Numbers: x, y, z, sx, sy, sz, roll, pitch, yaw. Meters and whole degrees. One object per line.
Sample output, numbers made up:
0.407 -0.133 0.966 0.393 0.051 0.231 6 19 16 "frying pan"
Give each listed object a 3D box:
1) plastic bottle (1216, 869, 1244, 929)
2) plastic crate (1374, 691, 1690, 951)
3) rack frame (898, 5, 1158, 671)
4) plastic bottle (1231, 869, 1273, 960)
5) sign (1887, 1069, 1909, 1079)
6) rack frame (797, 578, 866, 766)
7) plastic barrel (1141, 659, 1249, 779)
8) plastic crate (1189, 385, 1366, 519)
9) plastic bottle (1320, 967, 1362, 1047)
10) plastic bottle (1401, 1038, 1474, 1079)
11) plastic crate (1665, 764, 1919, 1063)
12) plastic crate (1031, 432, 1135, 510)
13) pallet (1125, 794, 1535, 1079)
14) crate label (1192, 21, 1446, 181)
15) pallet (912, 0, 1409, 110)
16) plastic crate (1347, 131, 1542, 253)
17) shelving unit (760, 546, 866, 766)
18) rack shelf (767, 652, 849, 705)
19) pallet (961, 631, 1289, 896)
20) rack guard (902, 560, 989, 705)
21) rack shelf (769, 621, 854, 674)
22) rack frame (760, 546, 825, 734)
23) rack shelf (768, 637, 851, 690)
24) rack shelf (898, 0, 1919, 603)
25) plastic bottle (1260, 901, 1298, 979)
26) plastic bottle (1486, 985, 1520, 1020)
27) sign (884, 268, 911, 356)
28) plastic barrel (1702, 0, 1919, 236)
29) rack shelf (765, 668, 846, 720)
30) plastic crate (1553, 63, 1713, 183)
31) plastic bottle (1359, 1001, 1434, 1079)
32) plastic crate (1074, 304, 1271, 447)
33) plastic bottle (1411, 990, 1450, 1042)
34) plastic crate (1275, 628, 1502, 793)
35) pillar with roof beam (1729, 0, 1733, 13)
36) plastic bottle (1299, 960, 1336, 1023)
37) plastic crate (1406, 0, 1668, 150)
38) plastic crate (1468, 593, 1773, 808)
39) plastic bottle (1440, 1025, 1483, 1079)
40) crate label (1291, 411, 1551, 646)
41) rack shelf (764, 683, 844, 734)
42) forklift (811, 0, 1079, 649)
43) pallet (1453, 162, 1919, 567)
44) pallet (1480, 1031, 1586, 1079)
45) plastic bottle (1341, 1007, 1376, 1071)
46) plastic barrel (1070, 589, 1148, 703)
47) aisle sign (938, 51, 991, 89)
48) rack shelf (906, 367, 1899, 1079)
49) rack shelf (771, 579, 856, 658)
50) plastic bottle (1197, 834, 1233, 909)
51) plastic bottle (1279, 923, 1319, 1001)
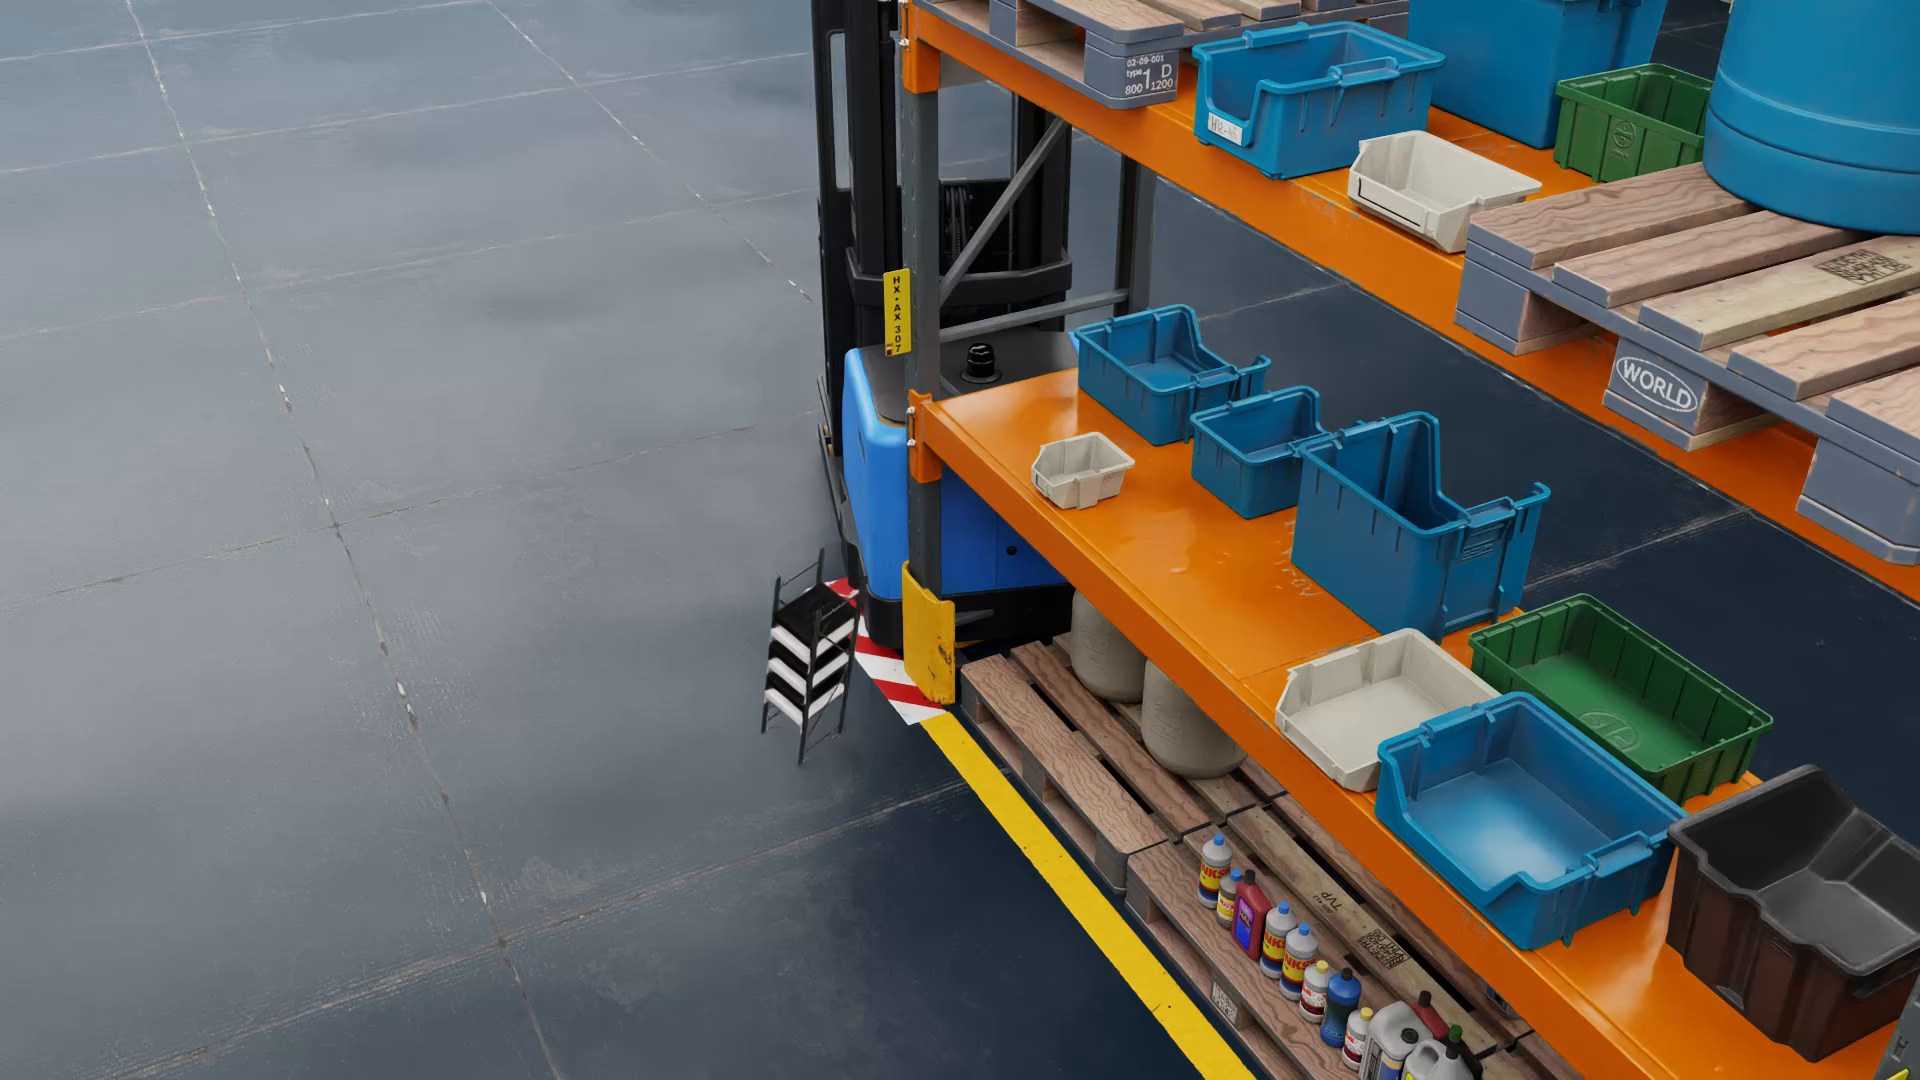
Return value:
0.882 1.148 5.364 0.097 0.201 0.097 0 33 0 "plastic bottle"
1.373 0.674 4.056 0.499 0.251 0.616 -16 36 -23 "plastic crate"
0.264 -0.838 6.277 1.000 3.000 0.127 -16 36 -23 "rack frame"
0.923 1.177 5.243 0.061 0.283 0.133 -15 36 -22 "plastic bottle"
1.637 1.087 3.015 0.100 0.325 0.005 -16 36 -23 "sign"
-0.480 0.501 6.142 0.006 0.900 0.240 37 50 23 "rack frame"
0.872 0.567 6.002 0.421 0.512 0.421 0 33 0 "plastic barrel"
1.060 -0.300 5.576 0.499 0.251 0.408 -16 36 -23 "plastic crate"
1.134 1.377 4.941 0.097 0.271 0.097 0 33 0 "plastic bottle"
1.334 1.520 4.644 0.144 0.351 0.185 -16 36 -23 "plastic bottle"
1.997 0.815 3.755 0.767 0.338 0.504 -16 36 -23 "plastic crate"
0.396 -0.219 5.556 0.298 0.136 0.250 -16 36 -23 "plastic crate"
1.280 1.331 5.477 1.003 0.211 1.213 -16 36 -23 "pallet"
0.844 -1.062 3.984 0.502 0.251 0.408 -16 36 -23 "crate label"
0.563 -1.602 4.865 1.003 0.211 1.213 -16 36 -23 "pallet"
1.023 -0.745 3.597 0.243 0.136 0.396 -16 36 -23 "plastic crate"
-0.555 0.445 6.181 0.210 0.900 0.258 37 50 23 "shelving unit"
-0.560 0.468 6.204 0.200 0.077 0.258 37 50 23 "rack shelf"
0.715 0.750 6.384 1.003 0.211 1.213 -16 36 -23 "pallet"
0.341 0.239 6.914 1.175 0.500 0.348 -16 36 -23 "rack guard"
-0.534 0.344 6.076 0.200 0.077 0.258 37 50 23 "rack shelf"
-0.630 0.389 6.219 0.006 0.900 0.240 37 50 23 "rack frame"
-0.547 0.406 6.140 0.200 0.077 0.258 37 50 23 "rack shelf"
1.196 -0.844 4.173 1.077 0.370 4.000 -16 36 -23 "rack shelf"
0.993 1.233 5.167 0.097 0.271 0.097 0 33 0 "plastic bottle"
1.714 1.299 5.059 0.152 0.276 0.135 -16 36 -23 "plastic bottle"
-0.225 -0.818 5.990 0.100 0.325 0.005 -16 36 -23 "sign"
1.760 -1.082 3.024 0.600 0.901 0.708 -16 36 -23 "plastic barrel"
-0.573 0.530 6.268 0.200 0.077 0.258 37 50 23 "rack shelf"
1.634 -0.924 3.828 0.336 0.188 0.450 -16 36 -23 "plastic crate"
1.261 1.473 4.787 0.152 0.276 0.135 -15 36 -22 "plastic bottle"
0.762 -0.612 6.062 0.499 0.251 0.616 -16 36 -23 "plastic crate"
1.355 1.443 4.827 0.061 0.283 0.133 -16 36 -23 "plastic bottle"
1.148 0.471 4.479 0.530 0.136 0.437 -16 36 -23 "plastic crate"
3.514 -7.520 11.146 9.100 9.000 0.400 -16 36 -23 "pillar with roof beam"
1.086 1.357 5.037 0.097 0.201 0.097 0 33 0 "plastic bottle"
1.419 -1.260 4.170 0.392 0.384 0.575 -16 36 -23 "plastic crate"
1.746 0.441 4.477 0.450 0.188 0.662 -16 36 -23 "plastic crate"
1.412 1.511 4.721 0.061 0.283 0.133 -16 36 -23 "plastic bottle"
1.361 -0.043 5.003 0.502 0.435 0.616 -16 36 -23 "crate label"
-0.586 0.592 6.332 0.200 0.077 0.258 37 50 23 "rack shelf"
-0.107 -1.566 7.477 1.130 2.935 3.031 -5 33 -8 "forklift"
1.706 -0.432 3.039 1.213 0.211 1.003 -16 36 -23 "pallet"
1.853 1.914 4.567 1.003 0.211 1.213 -16 36 -23 "pallet"
1.182 1.455 4.884 0.097 0.201 0.097 0 33 0 "plastic bottle"
0.638 0.328 6.375 0.421 0.512 0.421 0 33 0 "plastic barrel"
-0.029 -1.893 5.515 0.394 0.787 0.004 -16 36 -23 "aisle sign"
1.196 0.419 4.982 1.077 0.370 4.000 -16 36 -23 "rack shelf"
-0.521 0.282 6.012 0.200 0.077 0.258 37 50 23 "rack shelf"
0.834 1.069 5.422 0.097 0.271 0.097 0 33 0 "plastic bottle"
1.040 1.280 5.092 0.097 0.271 0.097 0 33 0 "plastic bottle"
